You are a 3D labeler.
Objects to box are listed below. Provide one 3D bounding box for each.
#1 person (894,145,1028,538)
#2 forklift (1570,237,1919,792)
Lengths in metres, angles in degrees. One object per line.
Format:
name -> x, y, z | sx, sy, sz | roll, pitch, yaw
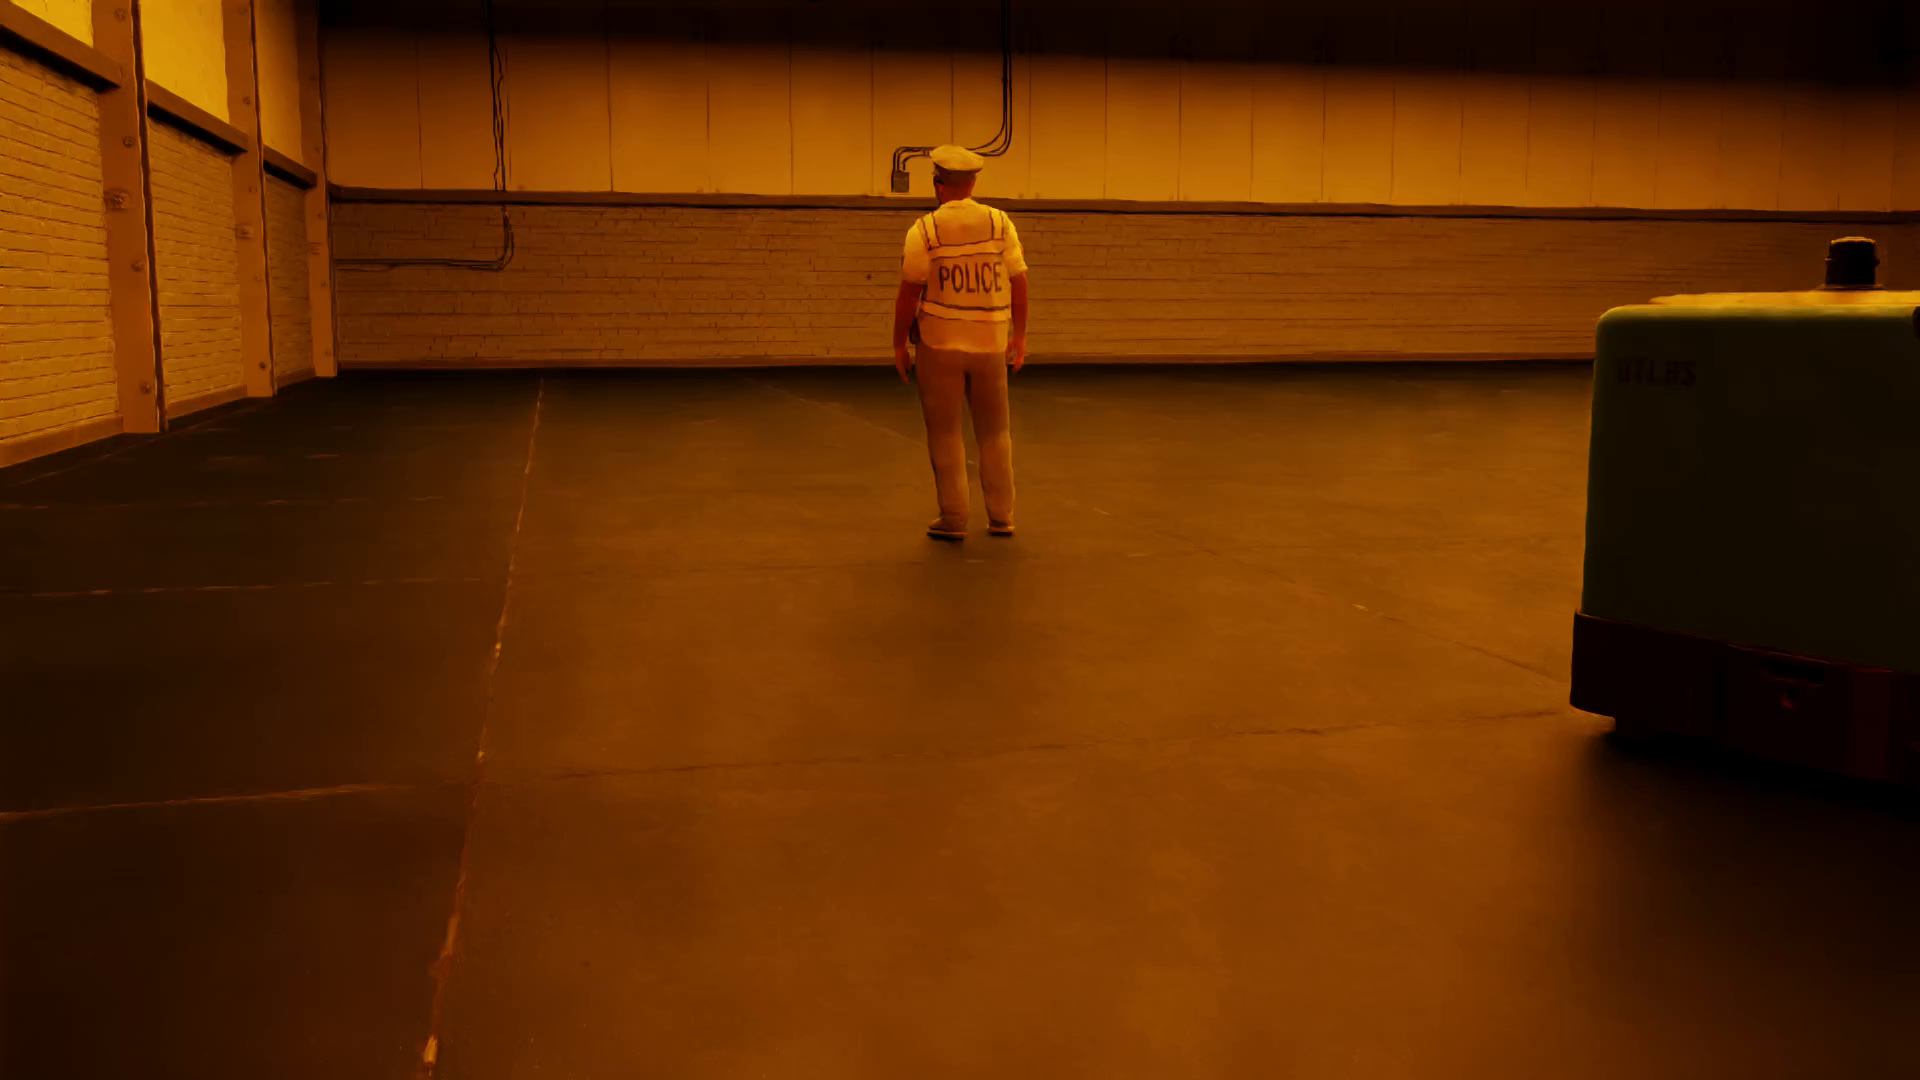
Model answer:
person -> -0.007, -0.901, 7.660 | 0.640, 1.781, 0.574 | -2, 8, -13
forklift -> 2.779, -0.830, 3.069 | 1.130, 2.935, 3.031 | -5, 10, -33
